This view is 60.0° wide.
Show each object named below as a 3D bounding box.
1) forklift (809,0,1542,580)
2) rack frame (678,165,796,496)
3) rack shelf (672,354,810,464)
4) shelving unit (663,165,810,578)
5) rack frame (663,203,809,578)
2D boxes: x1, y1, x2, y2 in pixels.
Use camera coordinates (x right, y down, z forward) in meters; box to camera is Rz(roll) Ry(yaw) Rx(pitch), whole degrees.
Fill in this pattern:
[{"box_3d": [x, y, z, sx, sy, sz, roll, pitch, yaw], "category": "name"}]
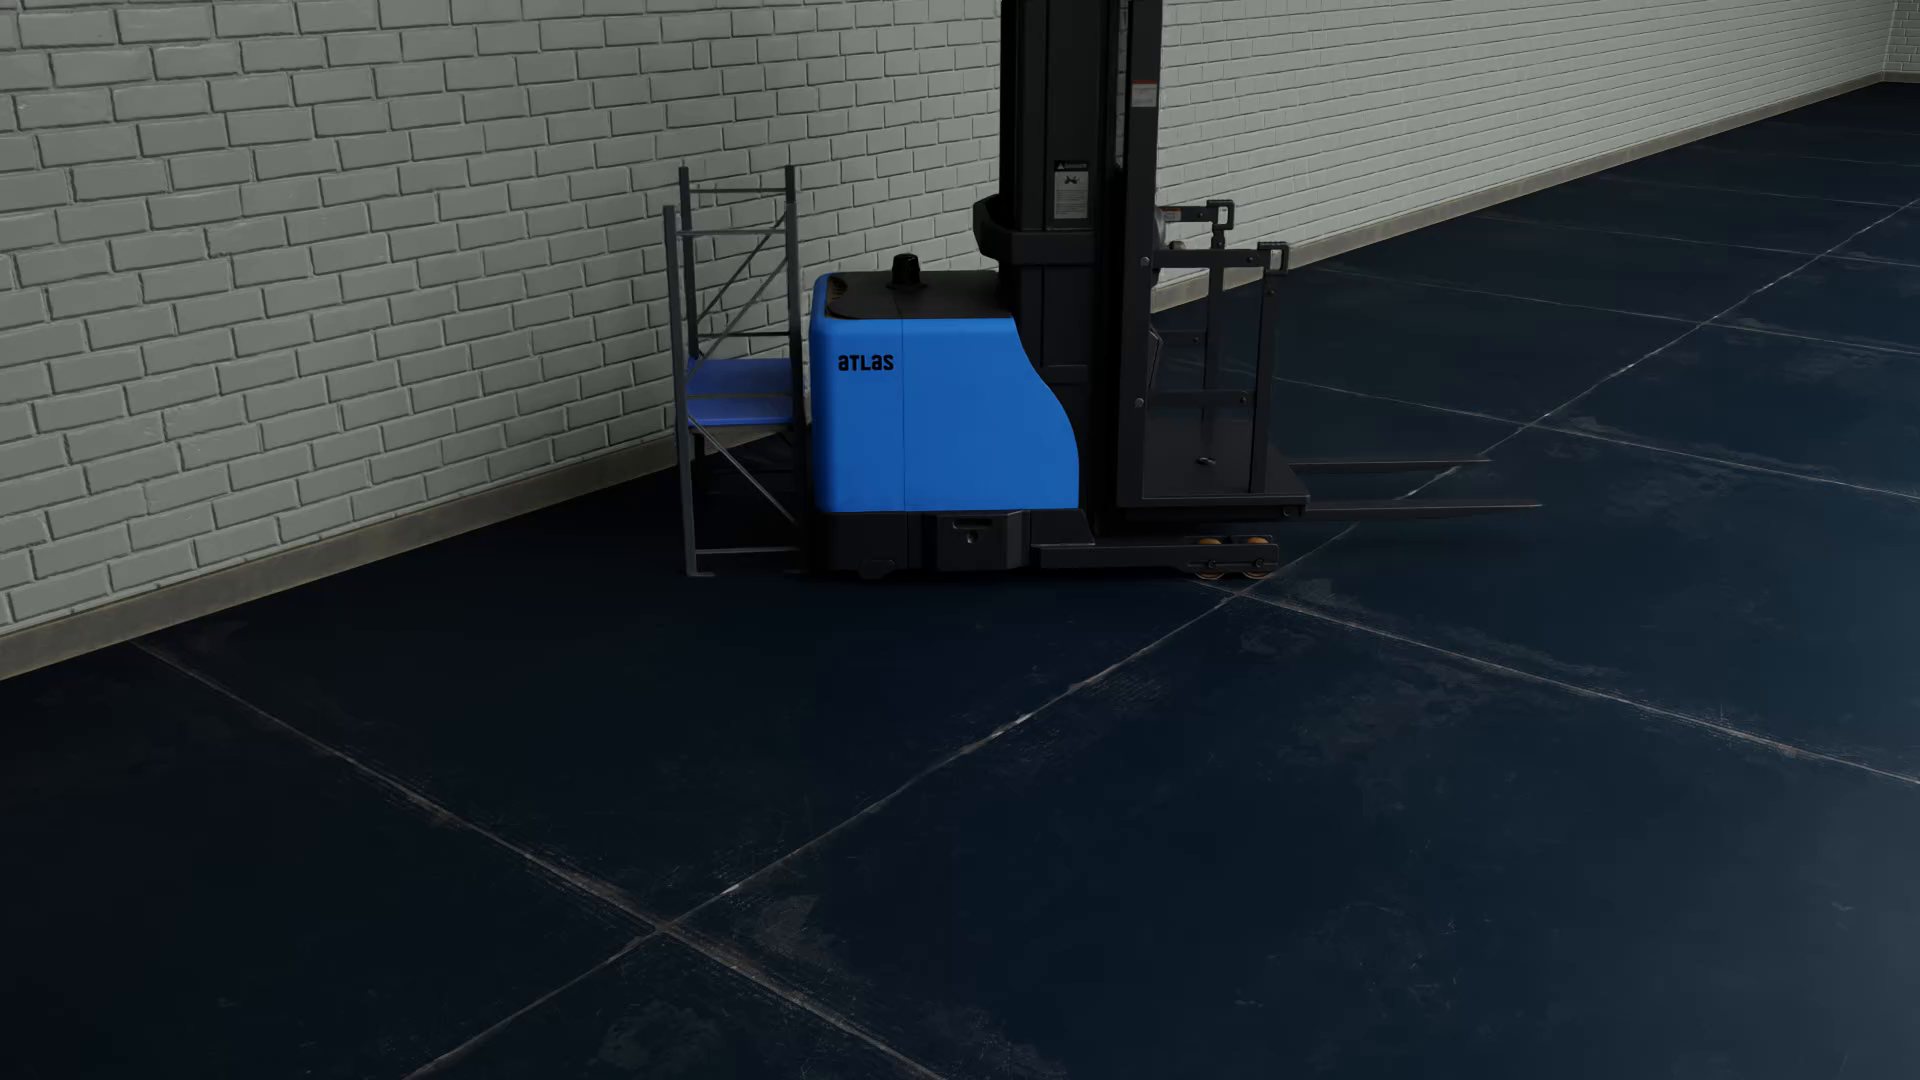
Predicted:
[{"box_3d": [0.895, -1.394, 6.712, 3.031, 2.935, 1.130, -1, 21, -3], "category": "forklift"}, {"box_3d": [-0.969, -0.920, 7.482, 0.500, 1.500, 0.032, -2, 21, -5], "category": "rack frame"}, {"box_3d": [-0.918, -0.573, 7.072, 0.538, 0.185, 1.000, -2, 21, -5], "category": "rack shelf"}, {"box_3d": [-0.918, -0.741, 7.009, 0.538, 1.500, 1.048, -2, 21, -5], "category": "shelving unit"}, {"box_3d": [-0.867, -0.563, 6.536, 0.500, 1.500, 0.032, -2, 21, -5], "category": "rack frame"}]
